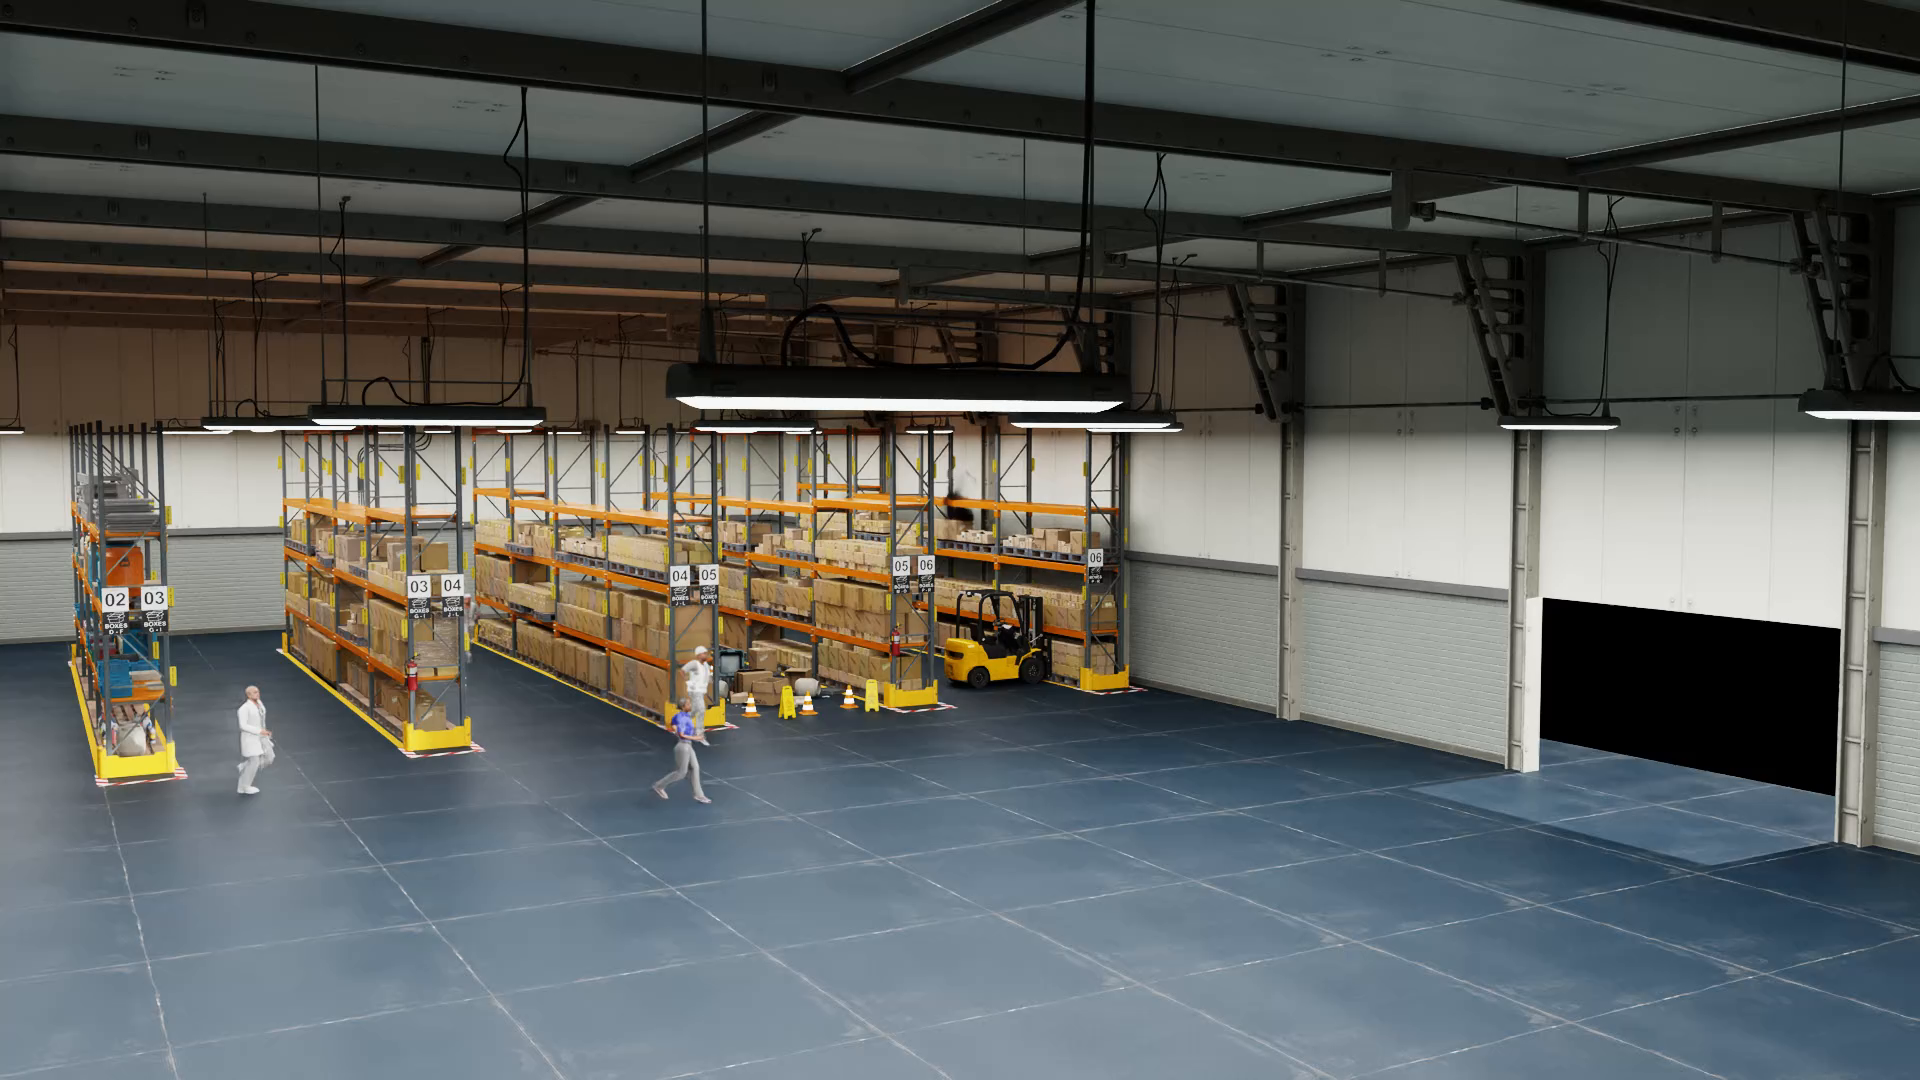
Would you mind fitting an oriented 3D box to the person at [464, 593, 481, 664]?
[{"bbox_3d":[-12.591,2.228,42.429,0.657,1.790,1.073,-2,4,-33],"label":"person"}]

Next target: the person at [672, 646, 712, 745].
[{"bbox_3d":[-4.998,2.913,31.379,0.813,1.825,0.706,1,4,15],"label":"person"}]

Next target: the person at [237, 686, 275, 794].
[{"bbox_3d":[-11.318,3.202,26.737,0.694,1.732,0.732,1,4,10],"label":"person"}]

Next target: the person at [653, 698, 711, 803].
[{"bbox_3d":[-4.345,3.300,25.968,0.903,1.668,0.595,0,4,-5],"label":"person"}]
